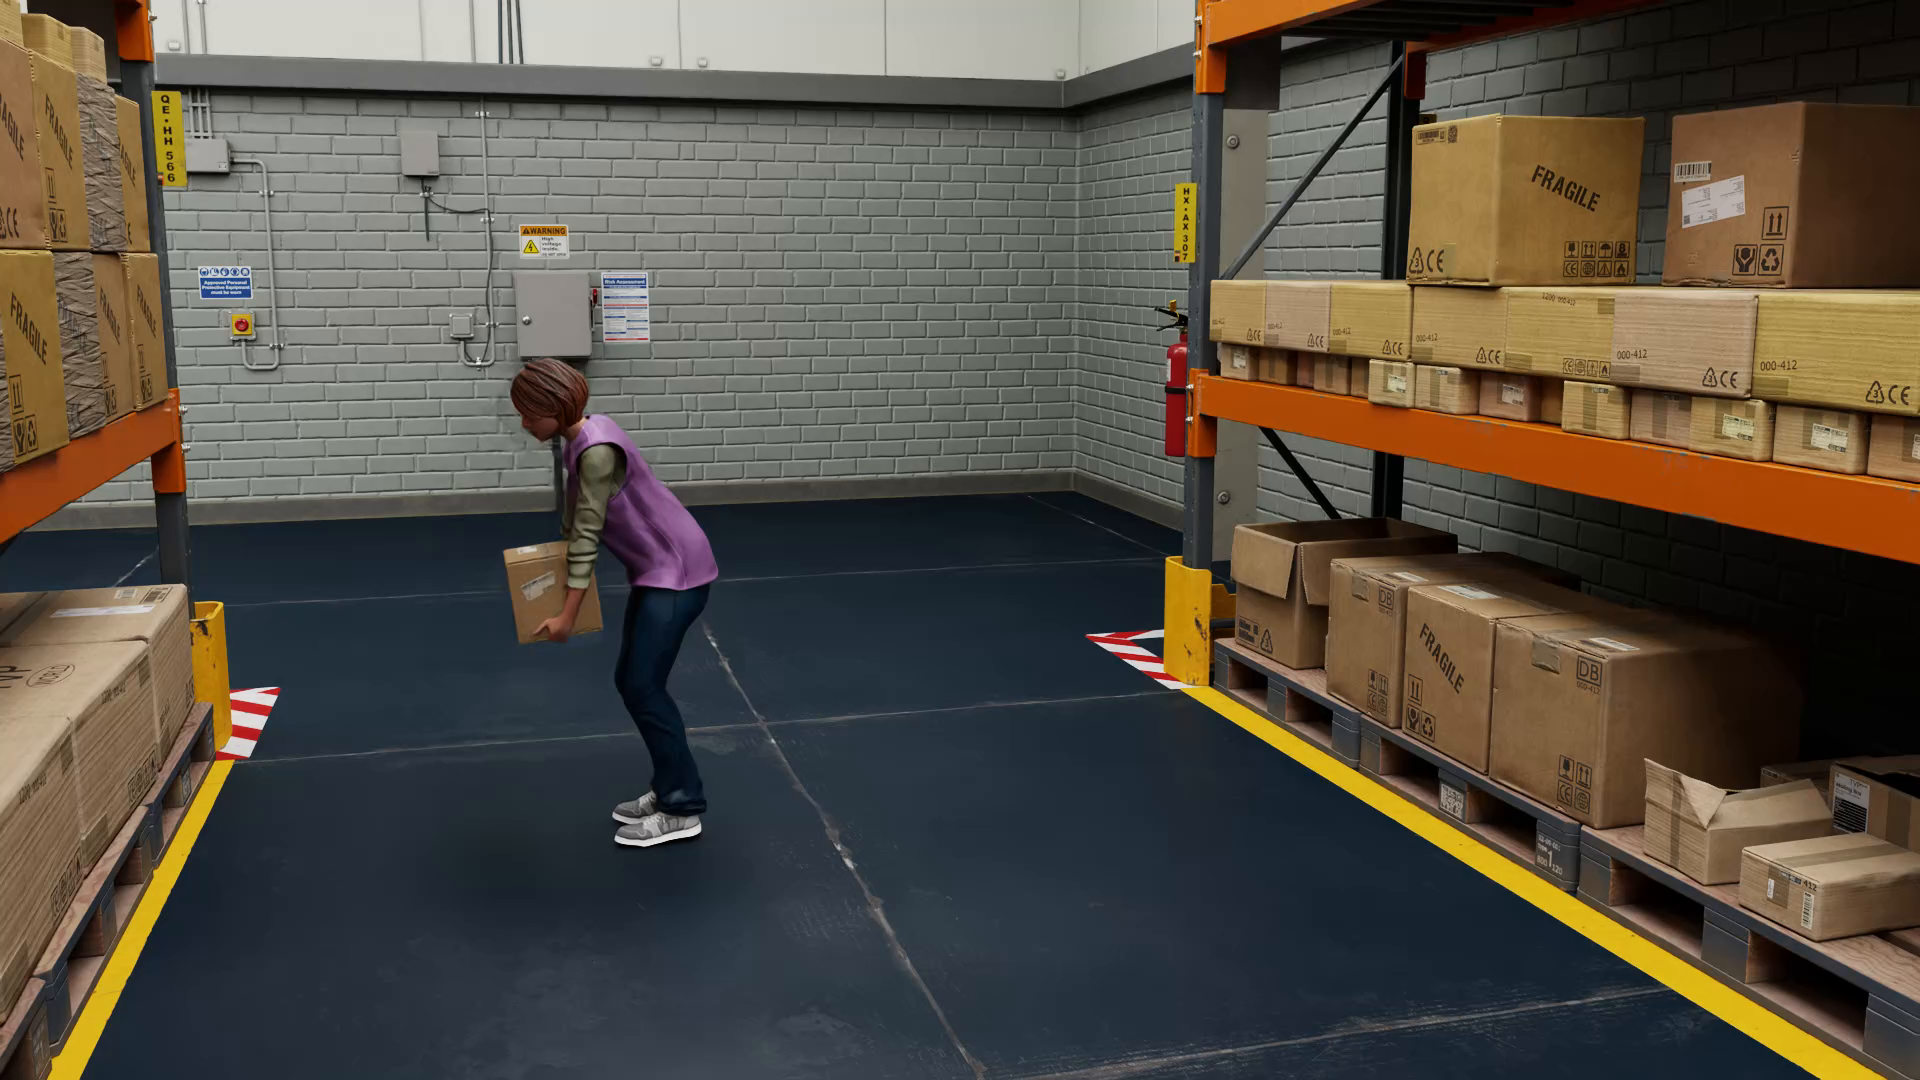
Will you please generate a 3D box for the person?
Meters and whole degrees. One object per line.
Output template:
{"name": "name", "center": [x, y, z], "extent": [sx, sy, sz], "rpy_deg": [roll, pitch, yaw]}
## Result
{"name": "person", "center": [-1.045, 0.195, 5.116], "extent": [0.598, 1.481, 0.375], "rpy_deg": [-3, 10, -17]}
